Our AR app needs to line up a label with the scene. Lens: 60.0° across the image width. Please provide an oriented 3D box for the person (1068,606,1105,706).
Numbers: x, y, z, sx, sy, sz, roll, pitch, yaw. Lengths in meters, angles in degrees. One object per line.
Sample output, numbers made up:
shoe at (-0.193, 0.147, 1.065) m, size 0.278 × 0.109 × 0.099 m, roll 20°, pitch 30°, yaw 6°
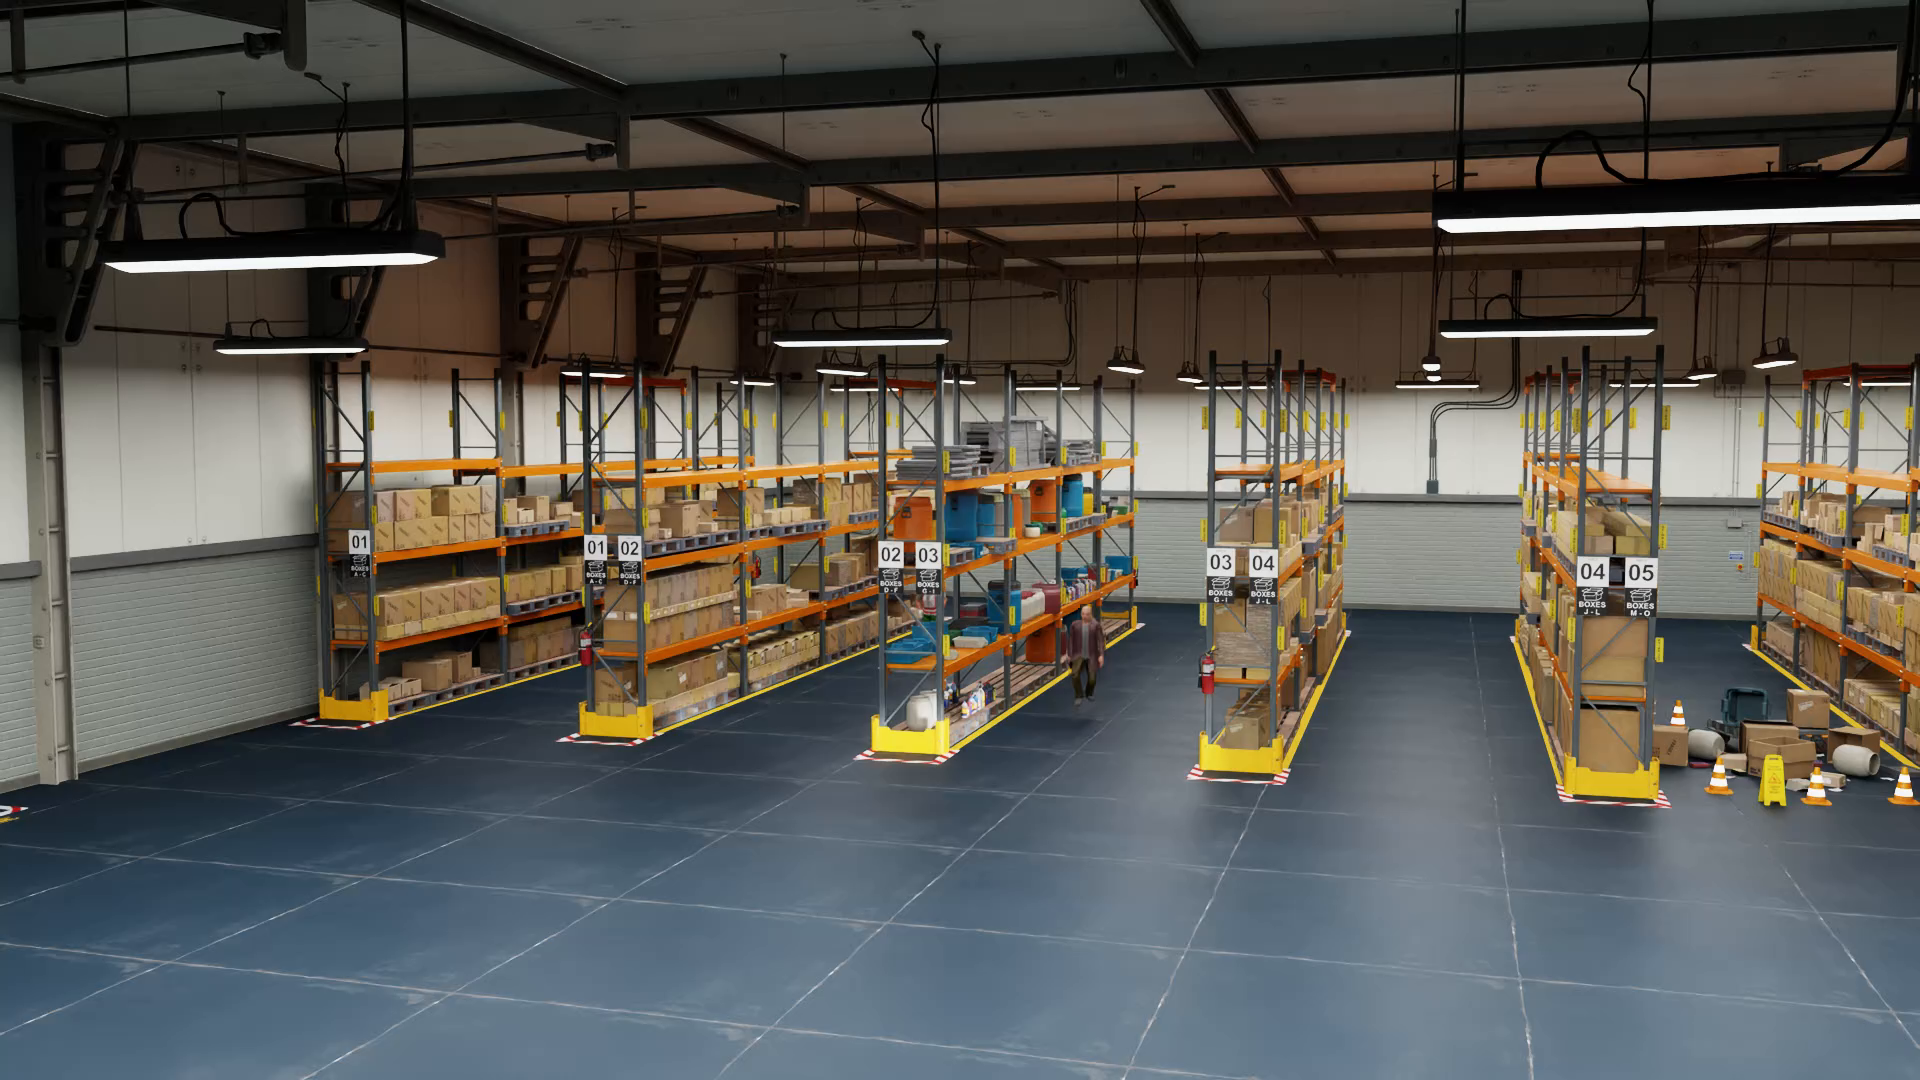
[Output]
person at (2.122, 1.920, 27.918) m, size 0.642 × 1.646 × 0.787 m, roll 0°, pitch 4°, yaw 6°

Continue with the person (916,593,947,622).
person at (-0.623, 1.599, 35.948) m, size 0.670 × 1.684 × 0.631 m, roll 2°, pitch 4°, yaw 23°

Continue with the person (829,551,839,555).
person at (-3.284, 1.087, 43.113) m, size 0.502 × 1.609 × 1.034 m, roll 1°, pitch 4°, yaw 19°
